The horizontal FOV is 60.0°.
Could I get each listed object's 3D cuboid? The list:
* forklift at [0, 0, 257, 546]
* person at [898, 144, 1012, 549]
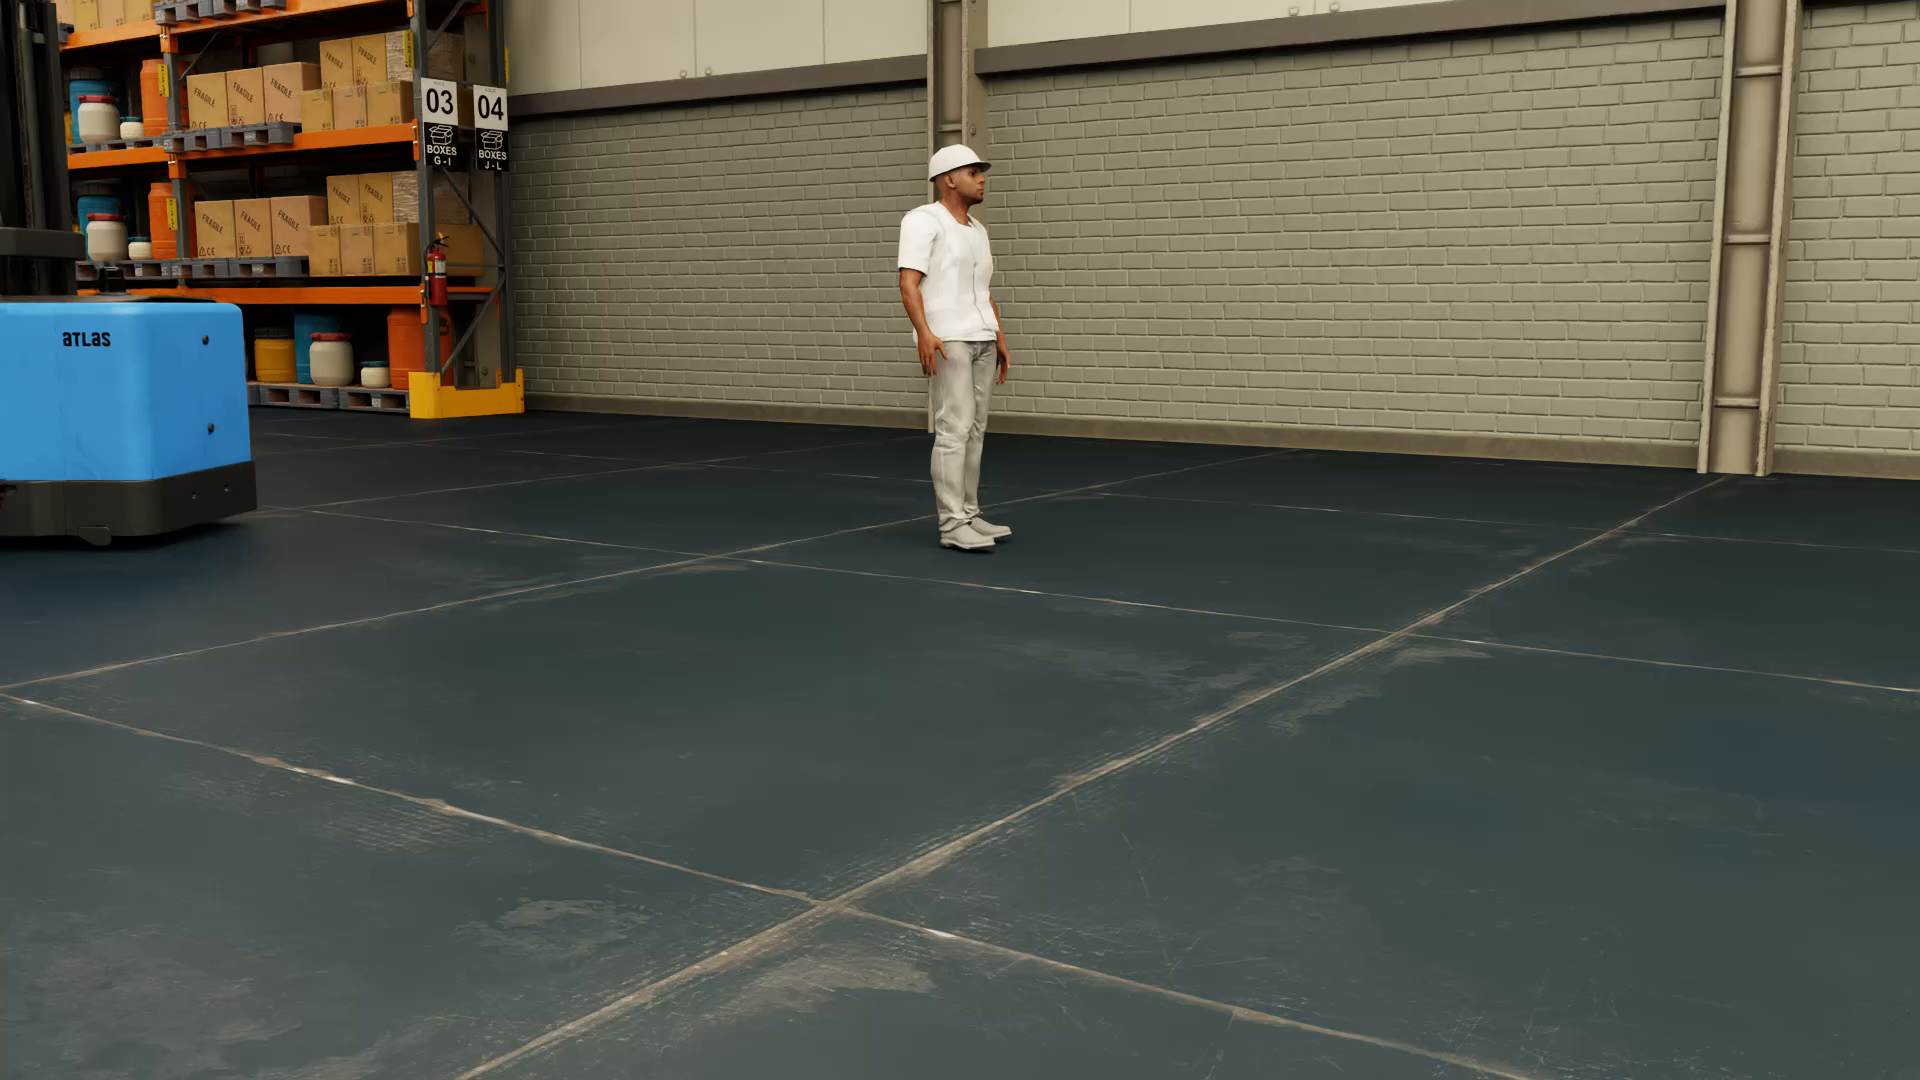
[{"bbox_3d":[-4.982,-1.481,7.605,3.031,2.935,1.130,0,8,3],"label":"forklift"},{"bbox_3d":[0.054,-0.875,7.435,0.577,1.765,0.665,5,10,34],"label":"person"}]
